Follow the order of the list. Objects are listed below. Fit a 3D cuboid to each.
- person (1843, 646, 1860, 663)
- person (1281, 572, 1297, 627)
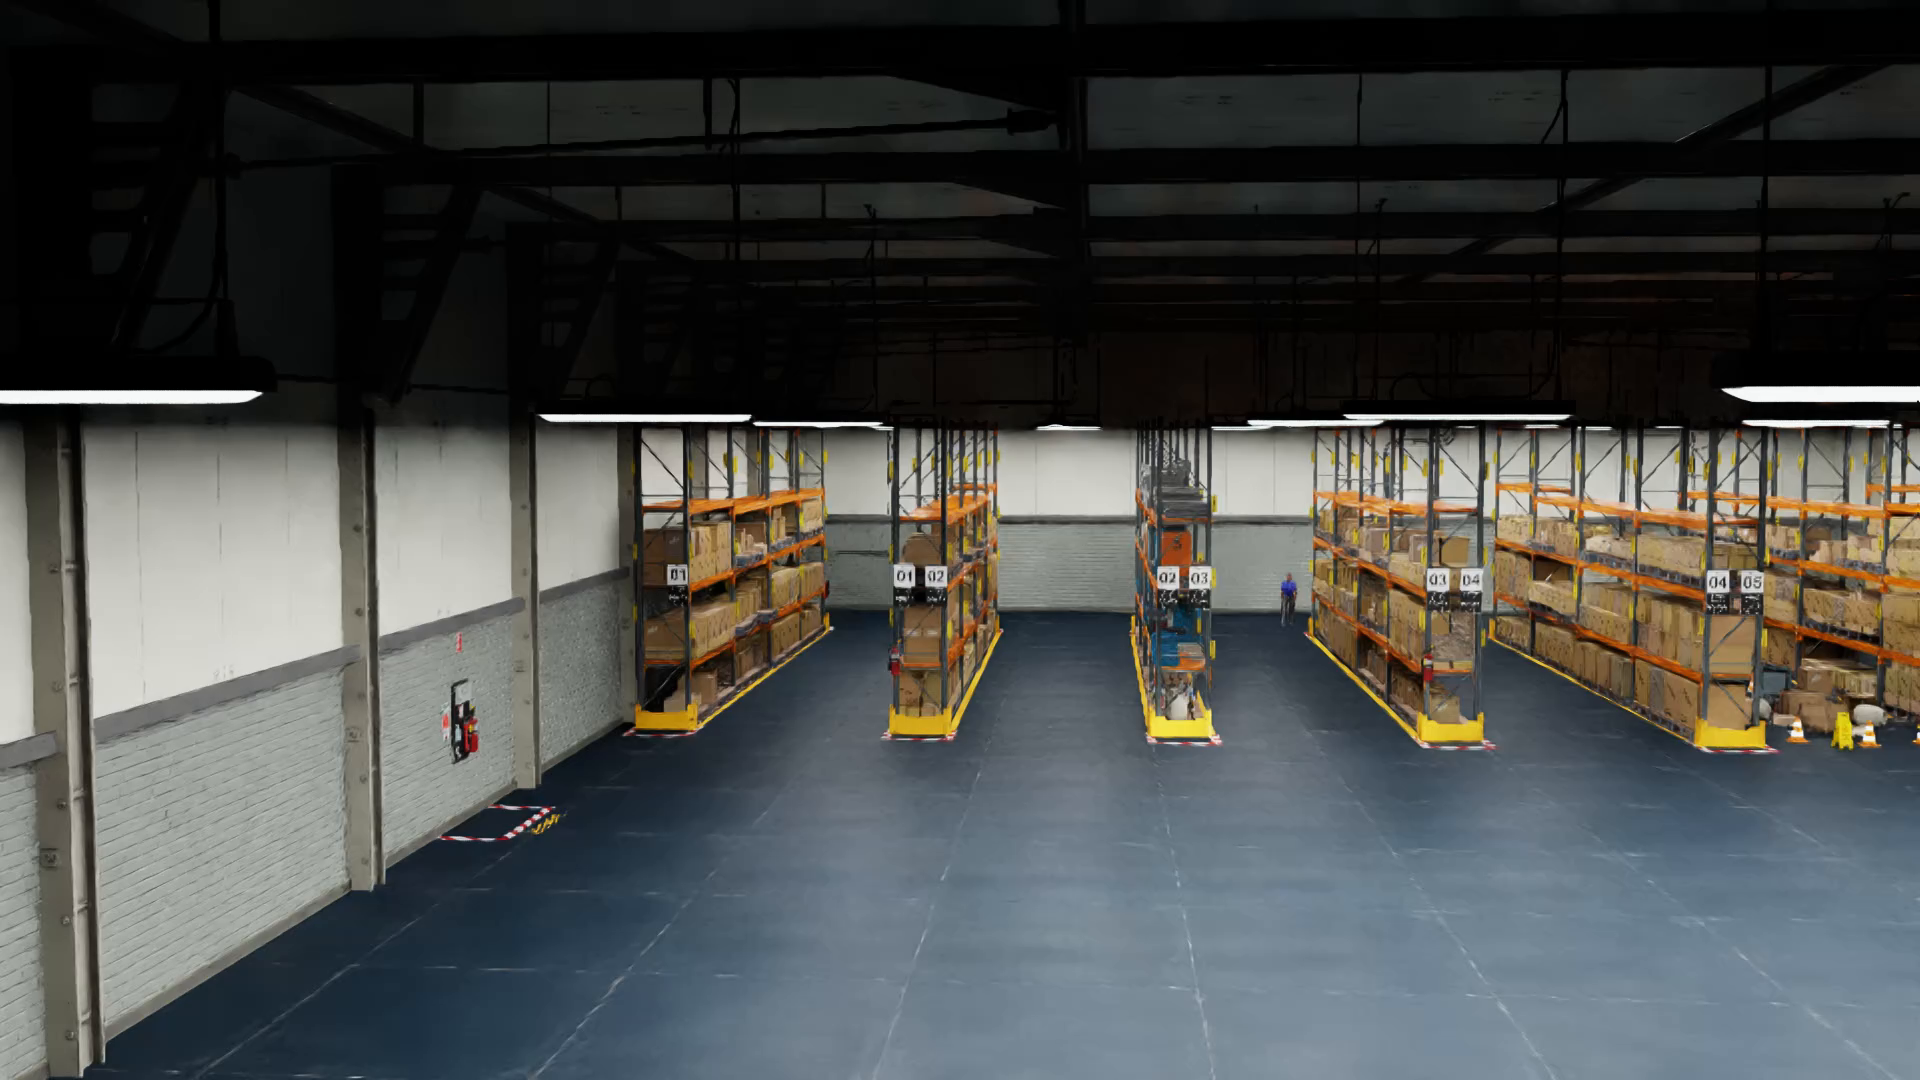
[{"bbox_3d":[21.724,2.196,40.653,0.586,1.717,0.653,3,5,34],"label":"person"},{"bbox_3d":[9.635,1.732,48.703,0.444,1.585,0.981,1,4,14],"label":"person"}]
